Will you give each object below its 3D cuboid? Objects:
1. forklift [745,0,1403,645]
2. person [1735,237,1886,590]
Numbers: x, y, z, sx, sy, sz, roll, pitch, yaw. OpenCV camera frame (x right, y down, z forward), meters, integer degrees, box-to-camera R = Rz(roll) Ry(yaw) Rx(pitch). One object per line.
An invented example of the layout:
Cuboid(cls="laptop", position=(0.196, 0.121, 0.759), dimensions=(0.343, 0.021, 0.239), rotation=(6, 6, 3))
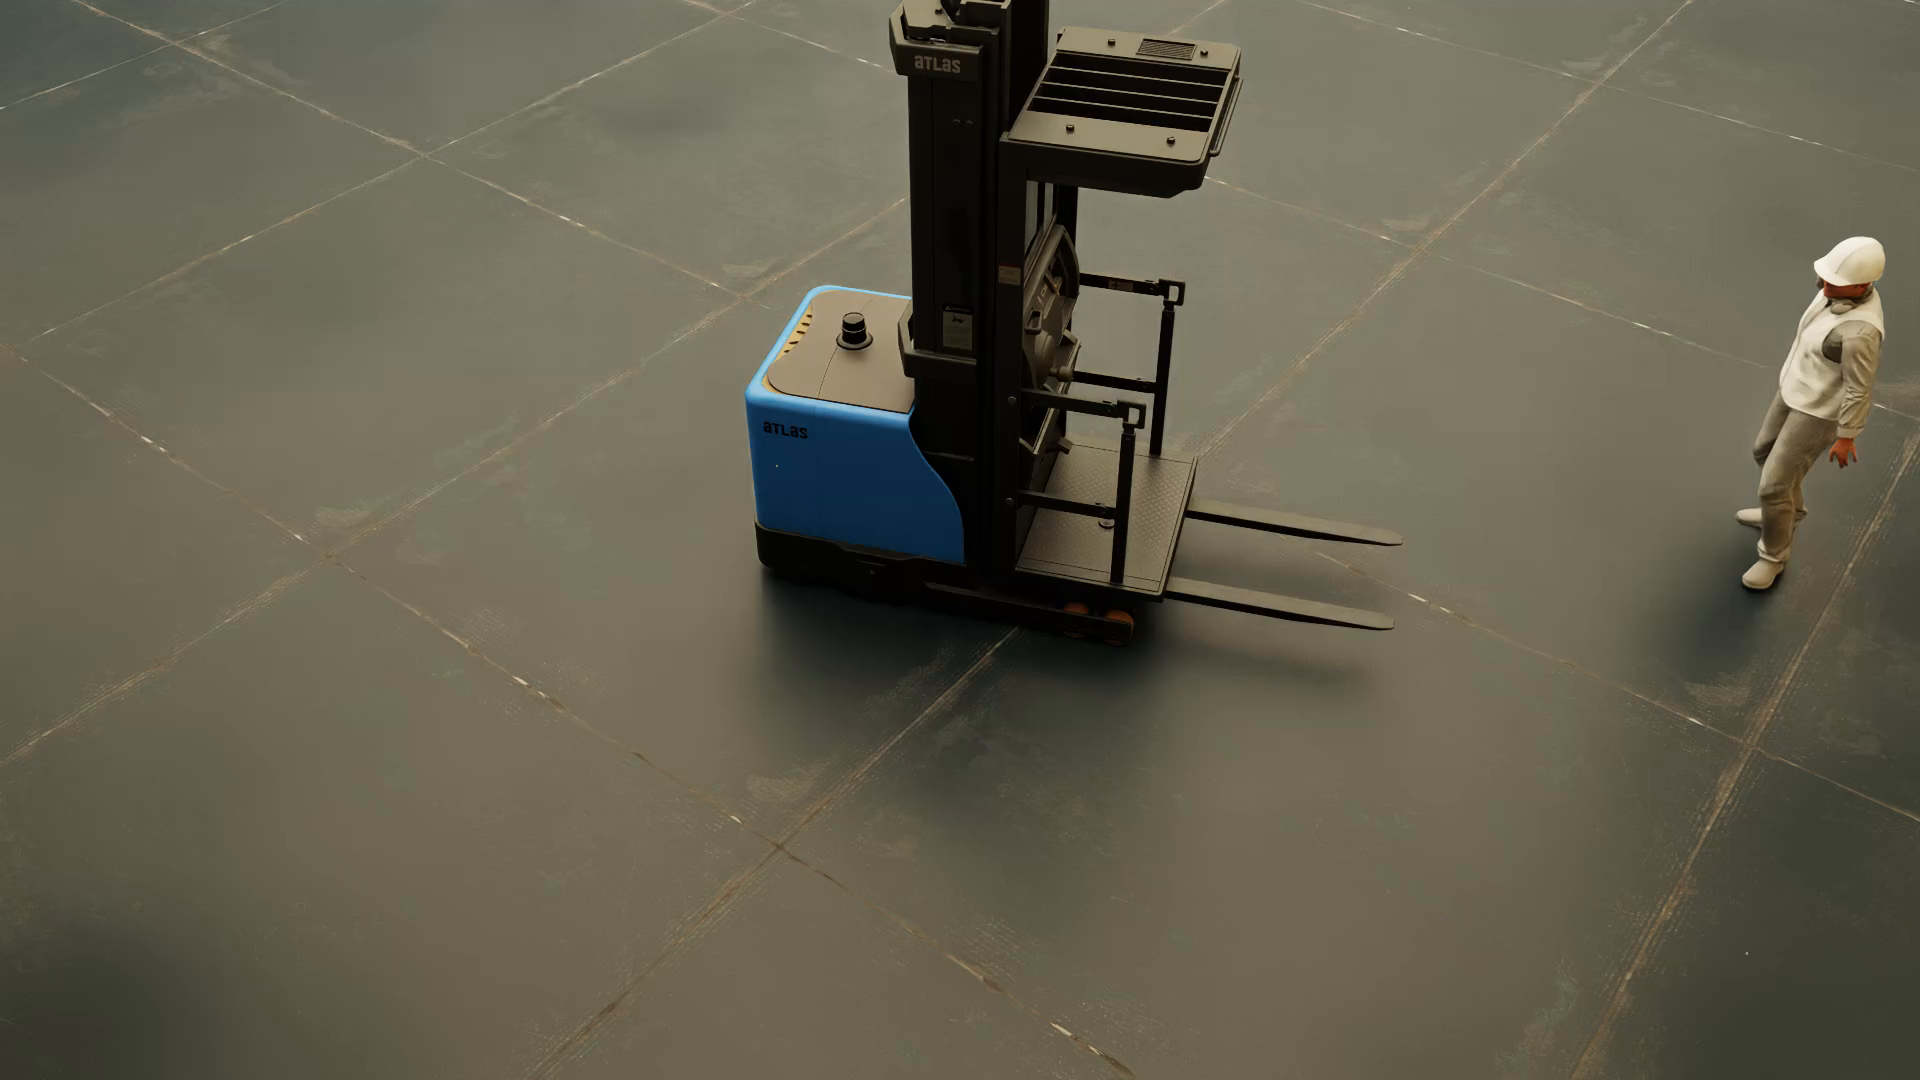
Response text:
Cuboid(cls="forklift", position=(0.587, -1.011, 7.260), dimensions=(3.031, 2.935, 1.130), rotation=(10, 41, 12))
Cuboid(cls="person", position=(3.994, -0.660, 7.787), dimensions=(0.467, 1.743, 0.861), rotation=(8, 41, 9))
